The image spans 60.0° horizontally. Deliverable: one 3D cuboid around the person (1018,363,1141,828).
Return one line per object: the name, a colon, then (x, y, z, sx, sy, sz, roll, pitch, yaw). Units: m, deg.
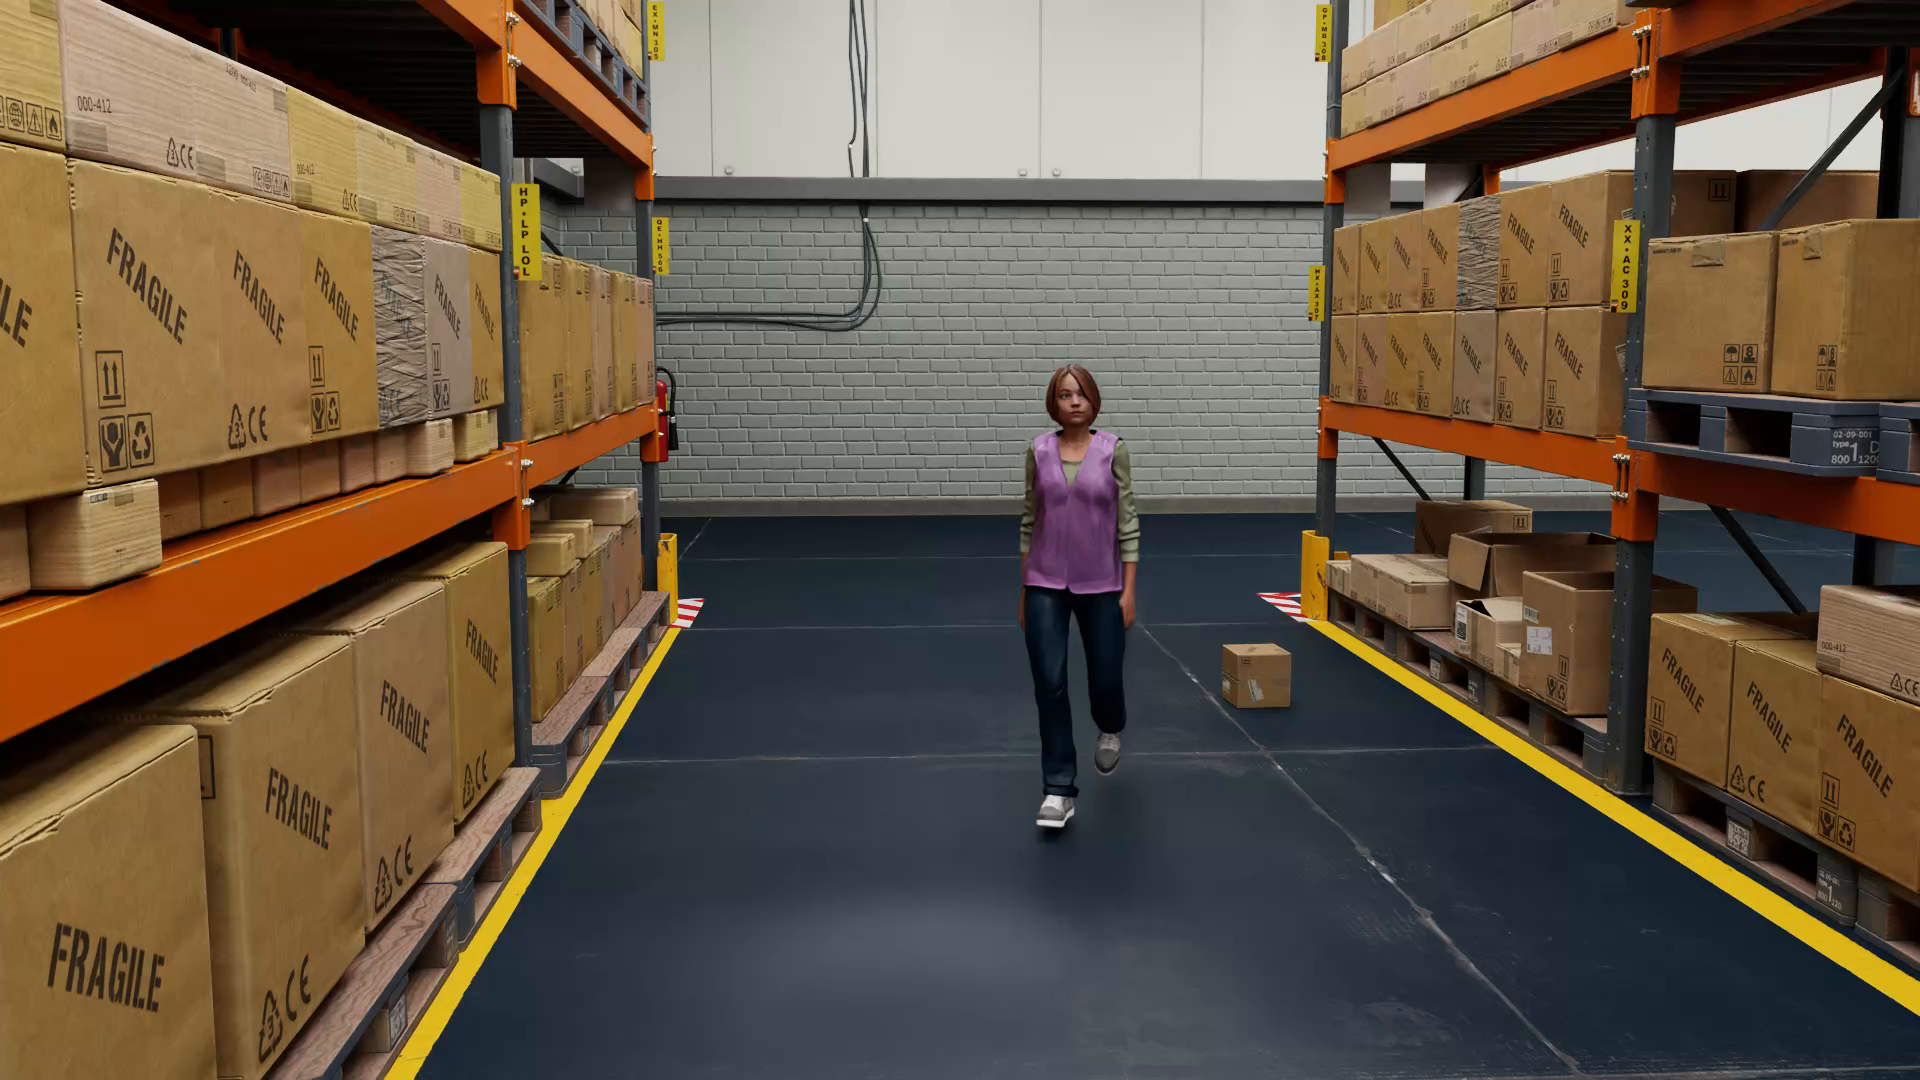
person: (0.416, 0.170, 5.817, 0.429, 1.569, 0.678, 1, 7, 10)
